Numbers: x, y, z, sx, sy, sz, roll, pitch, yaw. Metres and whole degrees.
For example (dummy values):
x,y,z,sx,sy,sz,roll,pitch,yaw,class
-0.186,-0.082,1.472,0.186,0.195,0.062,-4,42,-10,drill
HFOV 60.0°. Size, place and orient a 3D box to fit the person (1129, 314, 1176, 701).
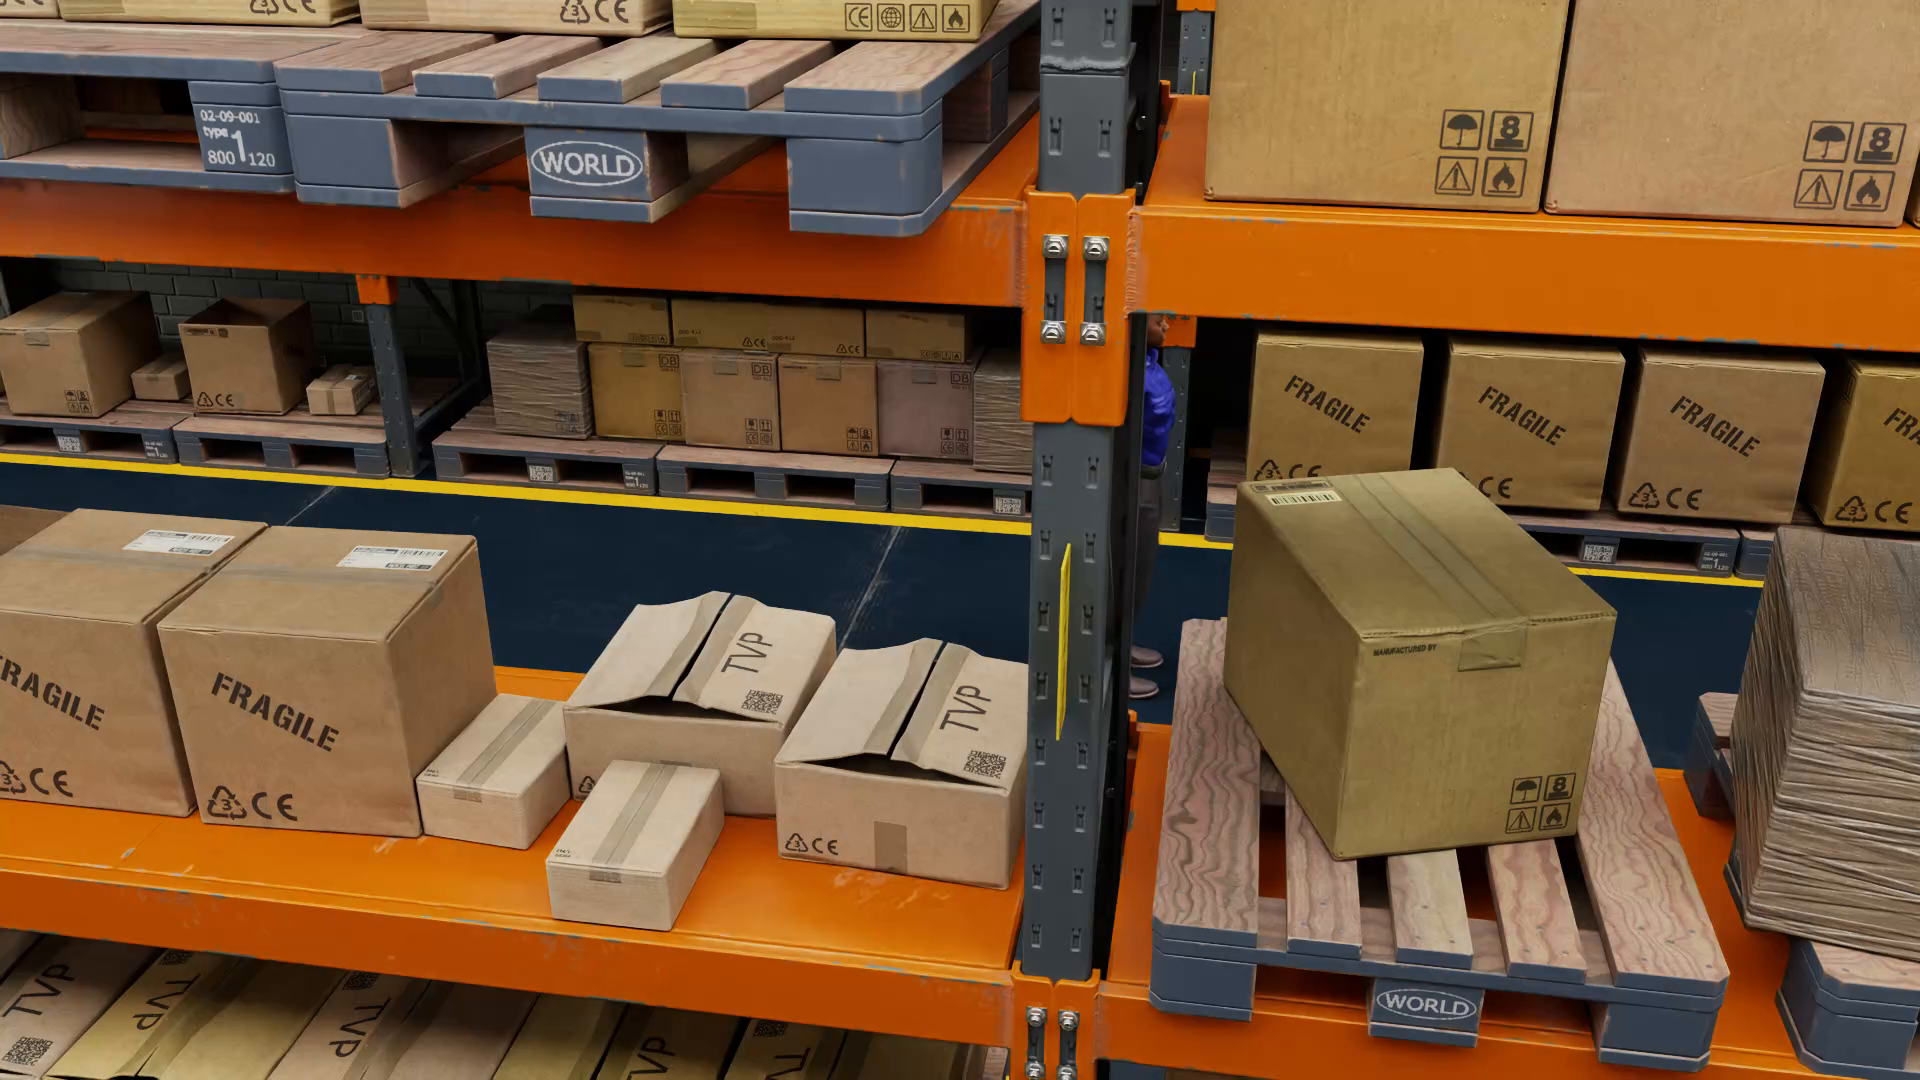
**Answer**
x,y,z,sx,sy,sz,roll,pitch,yaw,class
0.678,-0.189,6.521,0.302,1.655,0.436,5,25,10,person
